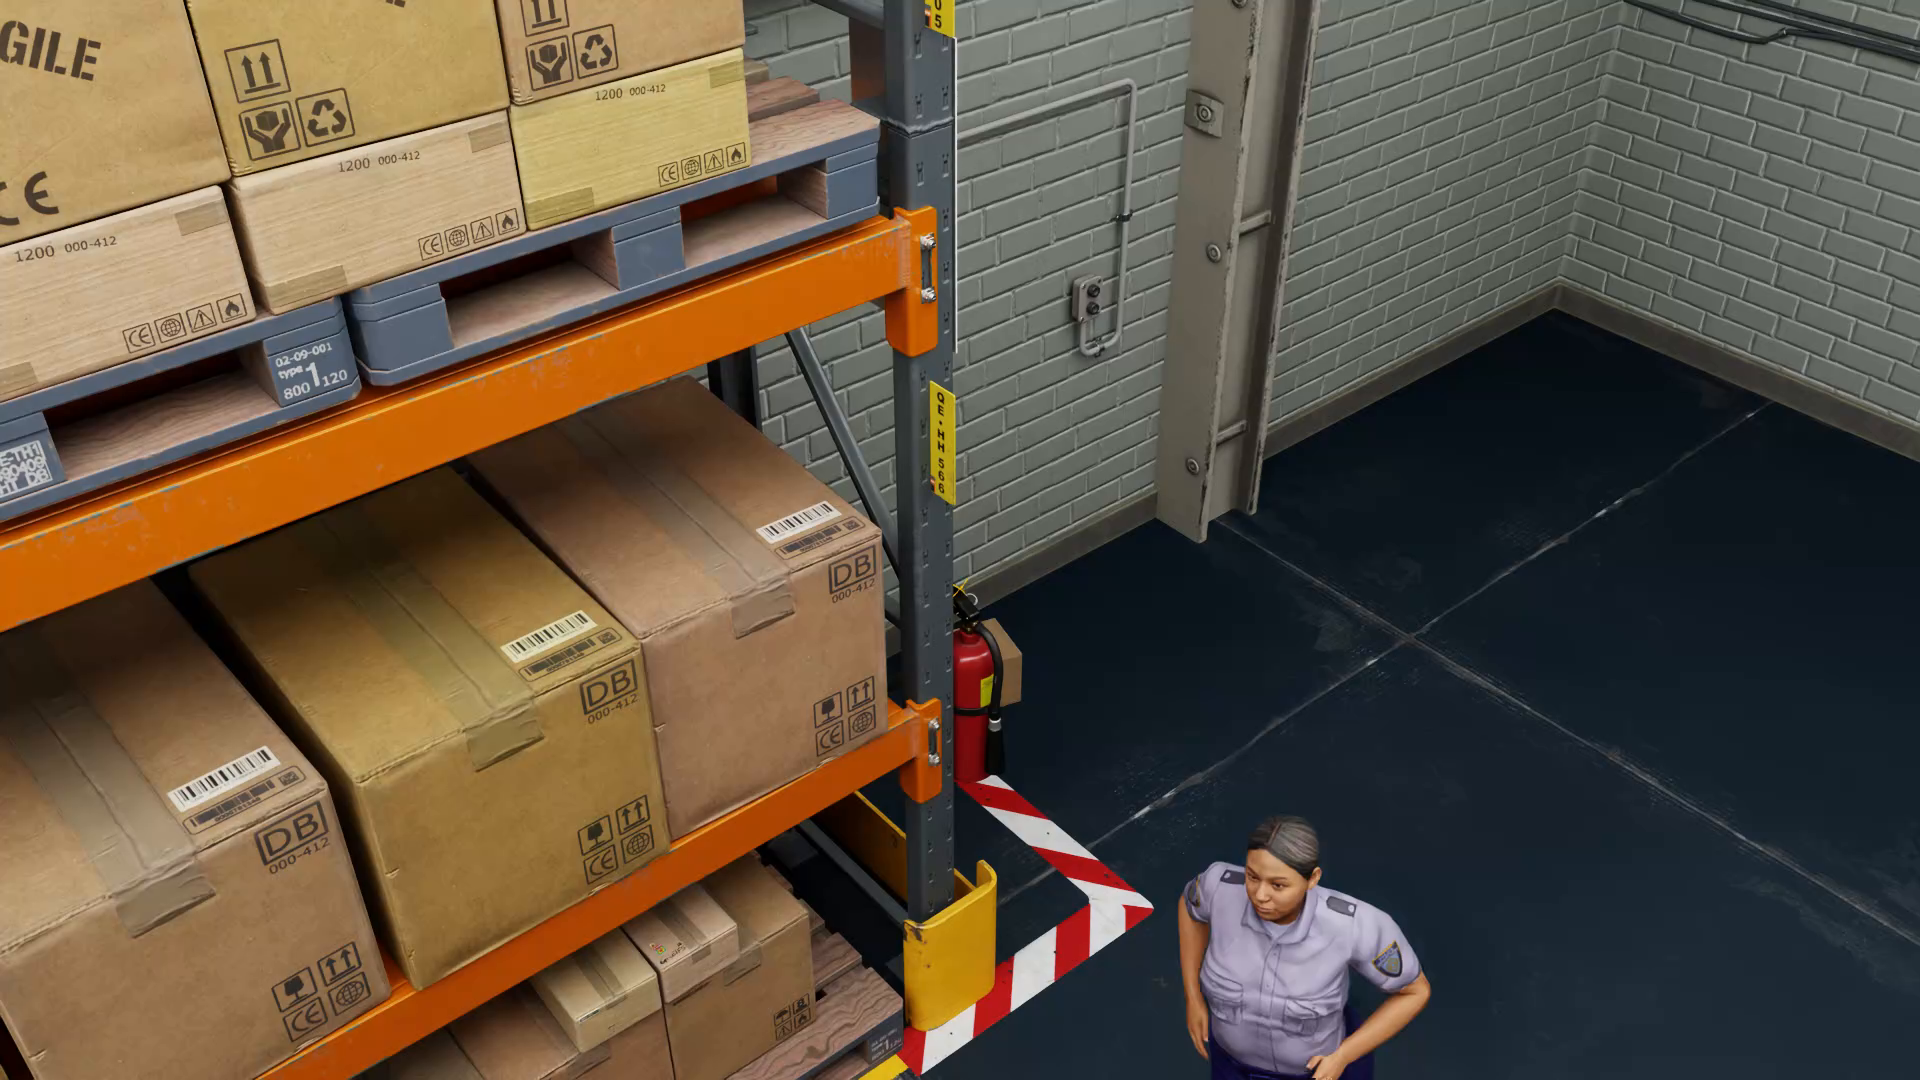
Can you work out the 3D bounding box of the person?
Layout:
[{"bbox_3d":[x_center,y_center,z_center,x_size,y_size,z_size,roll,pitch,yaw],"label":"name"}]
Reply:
[{"bbox_3d":[0.832,1.365,4.295,0.722,1.645,0.784,15,39,20],"label":"person"}]
